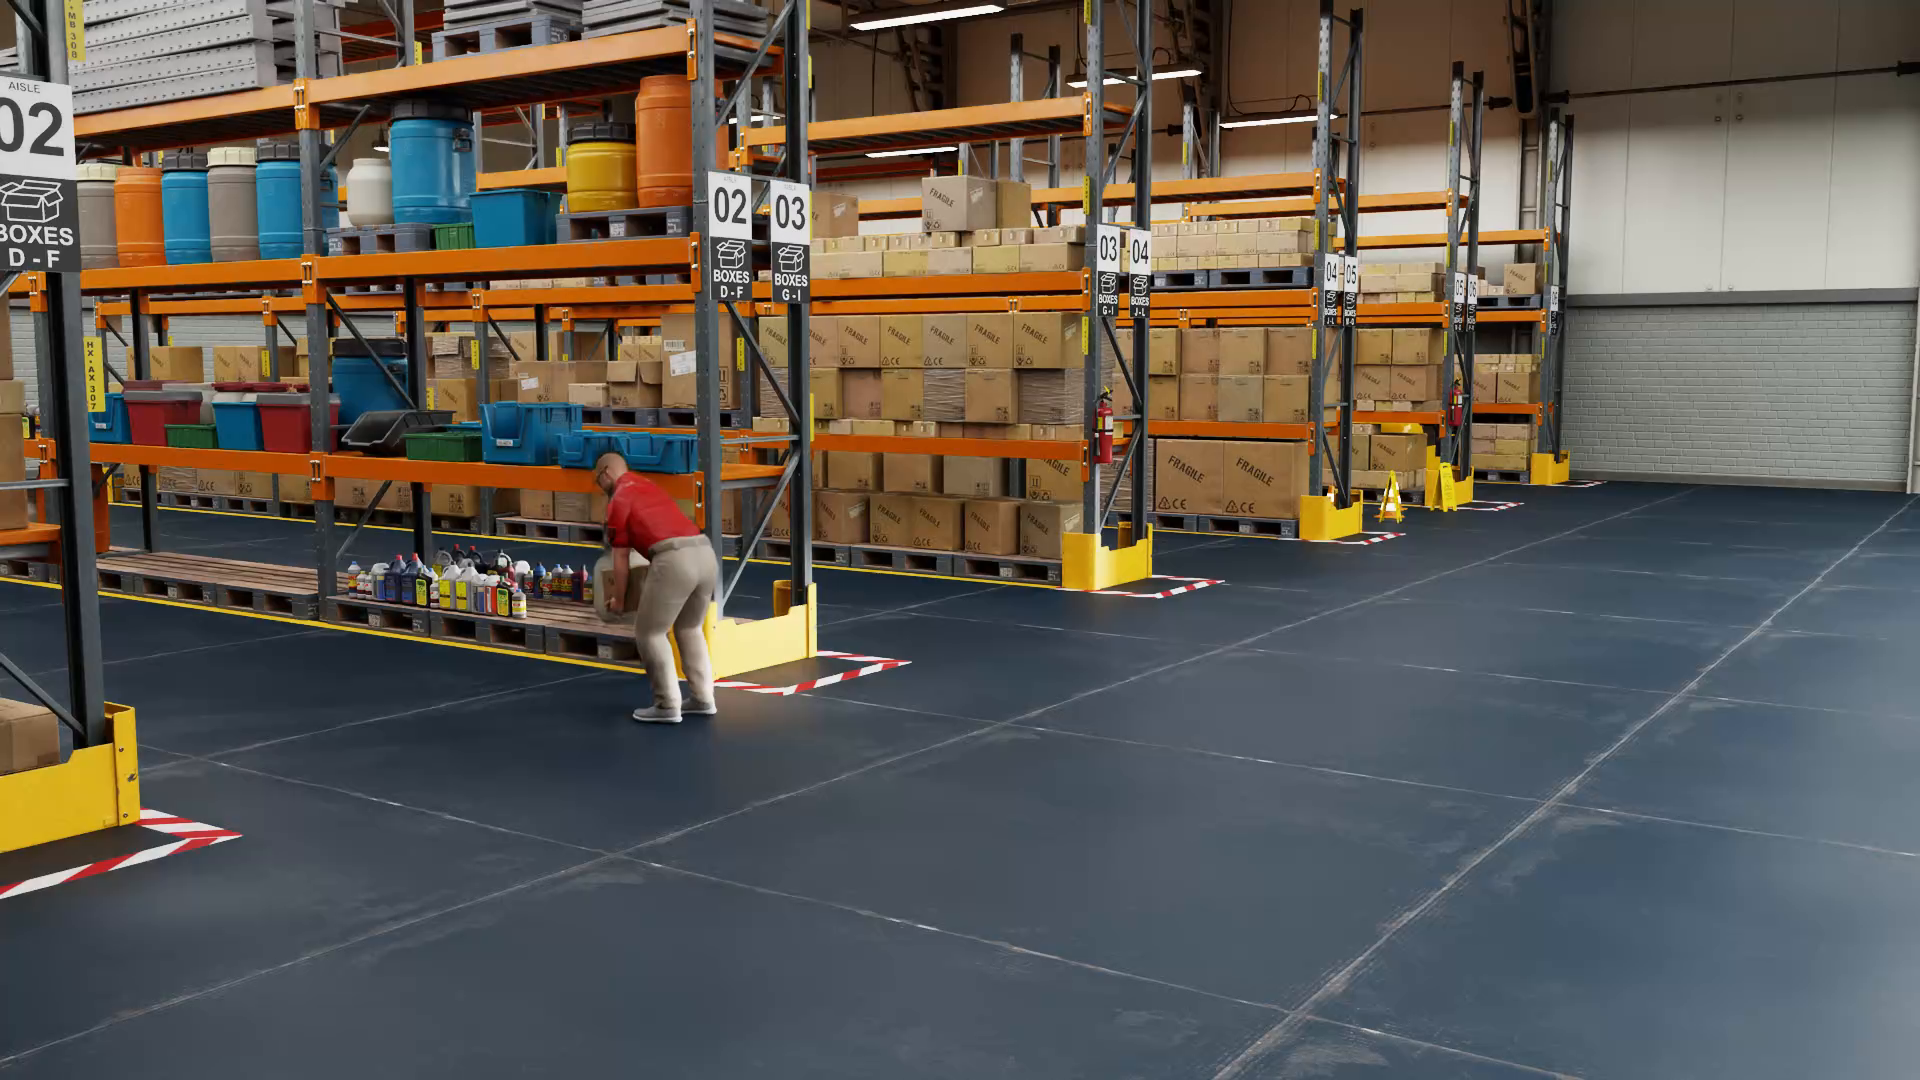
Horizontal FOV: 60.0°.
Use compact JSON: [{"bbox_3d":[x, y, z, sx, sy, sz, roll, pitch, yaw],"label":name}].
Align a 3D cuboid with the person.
[{"bbox_3d":[-1.760,0.260,9.520,0.779,1.509,0.475,4,7,32],"label":"person"}]
